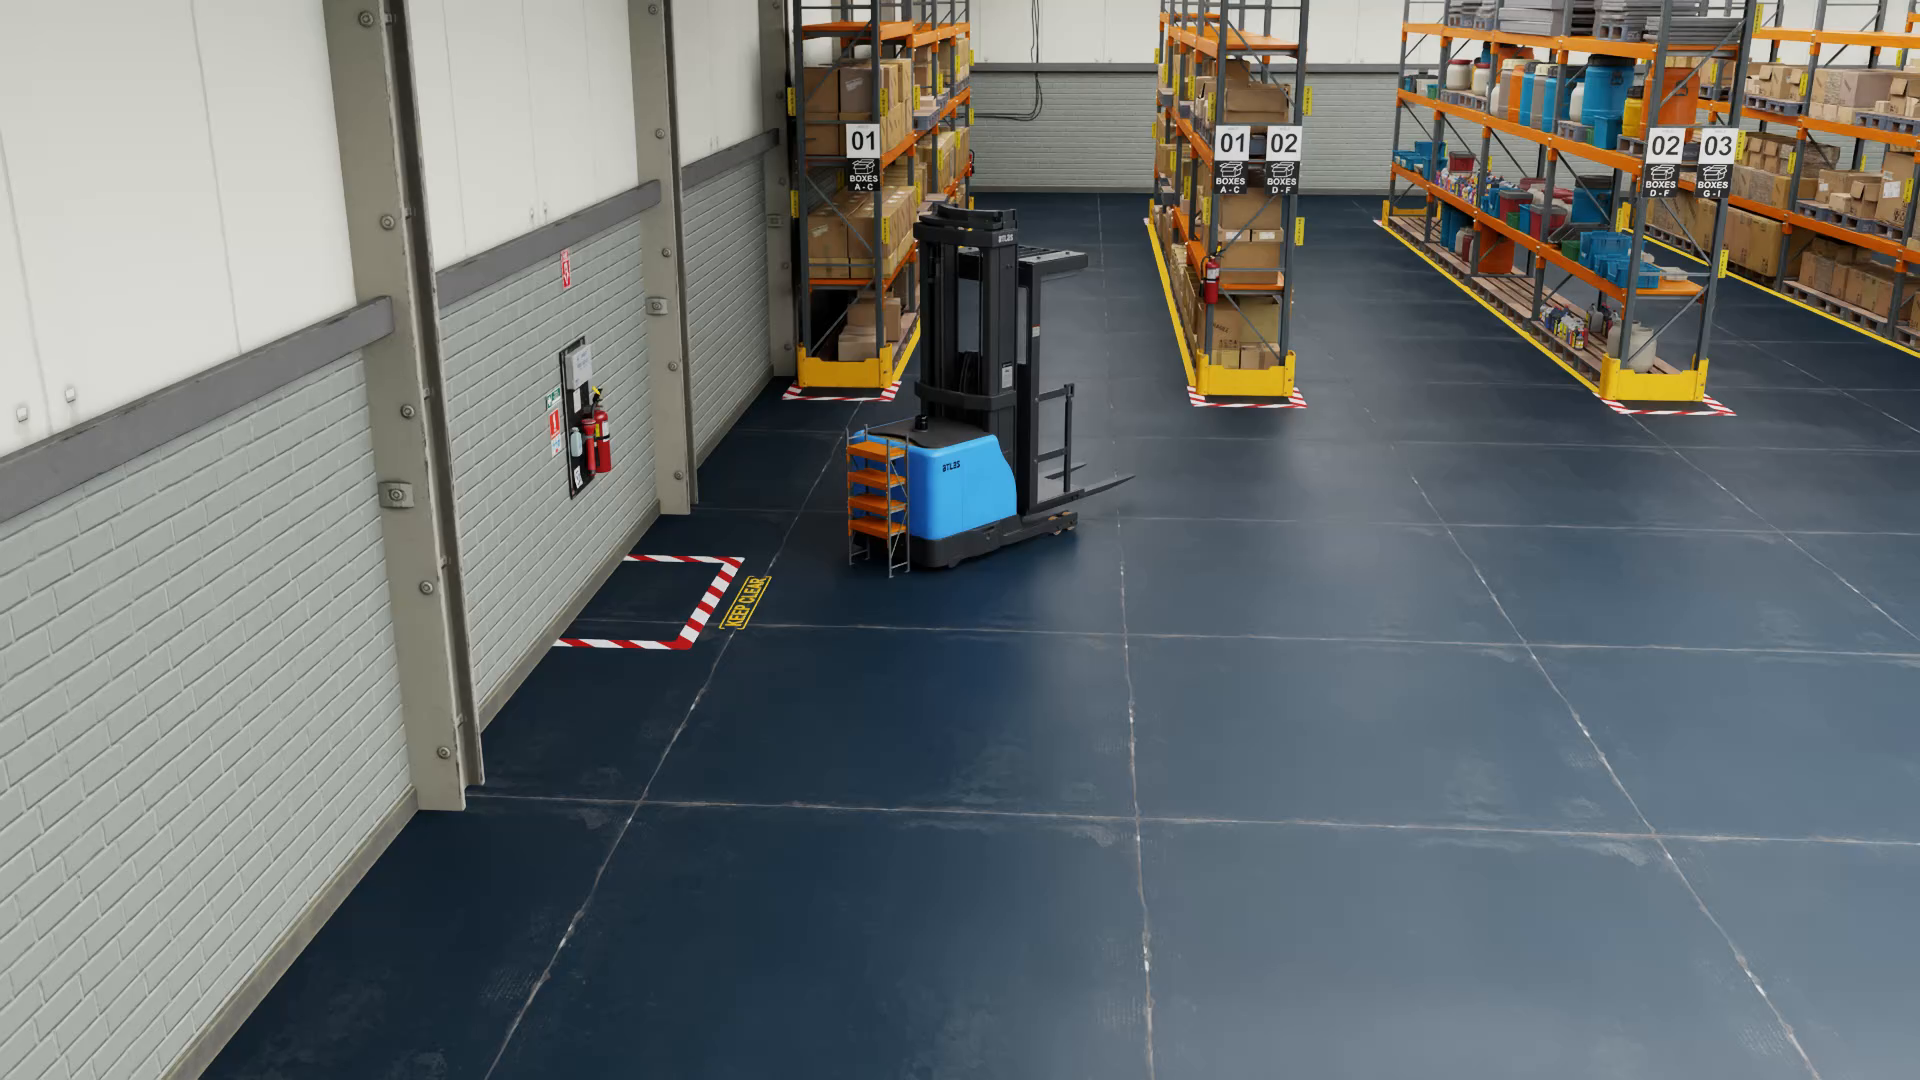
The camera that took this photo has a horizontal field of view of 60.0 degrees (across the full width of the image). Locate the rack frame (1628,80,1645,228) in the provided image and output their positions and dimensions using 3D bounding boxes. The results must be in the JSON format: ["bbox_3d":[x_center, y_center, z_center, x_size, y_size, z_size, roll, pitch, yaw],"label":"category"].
[{"bbox_3d":[14.521,-7.995,34.505,1.000,3.000,0.127,1,18,4],"label":"rack frame"}]

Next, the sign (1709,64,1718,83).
[{"bbox_3d":[13.681,-8.473,30.190,0.100,0.325,0.005,1,18,4],"label":"sign"}]

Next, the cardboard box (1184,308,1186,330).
[{"bbox_3d":[3.404,-3.091,23.279,0.500,0.250,0.500,1,18,4],"label":"cardboard box"}]

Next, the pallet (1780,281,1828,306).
[{"bbox_3d":[13.890,-3.942,26.616,1.003,0.211,1.213,1,18,4],"label":"pallet"}]

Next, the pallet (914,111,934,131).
[{"bbox_3d":[-1.010,-6.125,24.283,1.213,0.211,1.003,1,18,4],"label":"pallet"}]

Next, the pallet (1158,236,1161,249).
[{"bbox_3d":[4.404,-5.863,32.477,1.003,0.211,1.213,1,18,4],"label":"pallet"}]

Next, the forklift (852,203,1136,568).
[{"bbox_3d":[0.430,-1.537,14.905,1.130,2.935,3.031,16,24,40],"label":"forklift"}]

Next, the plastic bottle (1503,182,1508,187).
[{"bbox_3d":[9.479,-6.081,28.870,0.097,0.271,0.097,0,18,0],"label":"plastic bottle"}]

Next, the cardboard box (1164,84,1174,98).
[{"bbox_3d":[4.123,-8.486,31.427,0.500,0.250,0.500,1,18,4],"label":"cardboard box"}]

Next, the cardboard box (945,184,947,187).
[{"bbox_3d":[-0.431,-6.547,30.457,0.380,0.149,0.250,1,18,4],"label":"cardboard box"}]

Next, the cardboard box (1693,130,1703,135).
[{"bbox_3d":[14.041,-7.483,31.502,0.500,0.500,0.500,1,18,4],"label":"cardboard box"}]

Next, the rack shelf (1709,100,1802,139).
[{"bbox_3d":[14.091,-7.215,28.463,1.077,0.370,4.000,1,18,4],"label":"rack shelf"}]

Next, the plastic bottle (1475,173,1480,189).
[{"bbox_3d":[9.398,-6.493,30.000,0.144,0.351,0.185,1,18,4],"label":"plastic bottle"}]

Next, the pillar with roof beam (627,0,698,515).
[{"bbox_3d":[1.603,-4.485,14.160,9.100,9.000,0.400,1,18,4],"label":"pillar with roof beam"}]

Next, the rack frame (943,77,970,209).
[{"bbox_3d":[-0.301,-8.327,35.517,1.000,3.000,0.127,1,18,4],"label":"rack frame"}]

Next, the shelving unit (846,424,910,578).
[{"bbox_3d":[-0.692,-0.332,14.008,0.503,1.200,0.258,16,24,40],"label":"shelving unit"}]

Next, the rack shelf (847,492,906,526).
[{"bbox_3d":[-0.692,-0.268,14.029,0.480,0.148,0.258,16,24,40],"label":"rack shelf"}]

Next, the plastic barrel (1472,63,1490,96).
[{"bbox_3d":[8.984,-7.864,28.397,0.433,0.535,0.433,0,18,0],"label":"plastic barrel"}]

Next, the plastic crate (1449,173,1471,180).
[{"bbox_3d":[9.470,-6.908,31.514,0.396,0.136,0.243,1,18,4],"label":"plastic crate"}]

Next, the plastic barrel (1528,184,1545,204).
[{"bbox_3d":[9.147,-5.350,26.253,0.421,0.512,0.421,0,18,0],"label":"plastic barrel"}]

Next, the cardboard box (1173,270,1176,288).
[{"bbox_3d":[3.670,-4.152,26.517,0.500,0.250,0.500,1,18,2],"label":"cardboard box"}]

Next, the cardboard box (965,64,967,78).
[{"bbox_3d":[-0.125,-9.533,33.787,0.500,0.250,0.500,1,18,2],"label":"cardboard box"}]

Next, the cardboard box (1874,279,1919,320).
[{"bbox_3d":[13.726,-3.479,24.032,0.700,0.500,0.500,0,18,0],"label":"cardboard box"}]

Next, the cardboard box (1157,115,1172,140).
[{"bbox_3d":[4.316,-8.445,34.113,0.500,0.500,0.500,1,18,4],"label":"cardboard box"}]

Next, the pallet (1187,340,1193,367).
[{"bbox_3d":[3.597,-2.539,22.333,1.003,0.211,1.213,1,18,4],"label":"pallet"}]

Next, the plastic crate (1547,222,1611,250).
[{"bbox_3d":[8.556,-4.189,22.990,0.767,0.338,0.504,1,18,4],"label":"plastic crate"}]

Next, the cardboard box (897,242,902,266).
[{"bbox_3d":[-1.031,-3.760,21.788,0.500,0.250,0.500,1,18,3],"label":"cardboard box"}]

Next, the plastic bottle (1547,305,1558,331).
[{"bbox_3d":[8.249,-3.087,23.075,0.144,0.351,0.185,2,18,5],"label":"plastic bottle"}]

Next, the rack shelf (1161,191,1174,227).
[{"bbox_3d":[4.210,-6.012,29.608,1.077,0.370,4.000,1,18,4],"label":"rack shelf"}]

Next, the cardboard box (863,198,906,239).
[{"bbox_3d":[-1.000,-4.268,22.134,0.500,0.500,0.500,2,18,6],"label":"cardboard box"}]

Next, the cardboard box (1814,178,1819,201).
[{"bbox_3d":[14.254,-5.703,27.349,0.500,0.500,0.500,2,18,6],"label":"cardboard box"}]

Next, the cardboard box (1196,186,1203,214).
[{"bbox_3d":[3.963,-5.259,25.993,0.500,0.500,0.500,0,18,1],"label":"cardboard box"}]

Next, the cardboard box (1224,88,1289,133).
[{"bbox_3d":[3.539,-5.167,19.992,0.797,0.503,0.637,3,18,8],"label":"cardboard box"}]

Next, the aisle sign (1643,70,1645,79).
[{"bbox_3d":[14.227,-9.259,34.189,0.394,0.787,0.004,1,18,4],"label":"aisle sign"}]

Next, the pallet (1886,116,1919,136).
[{"bbox_3d":[13.811,-5.793,23.271,1.213,0.211,1.003,1,18,4],"label":"pallet"}]

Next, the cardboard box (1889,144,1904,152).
[{"bbox_3d":[19.153,-7.908,33.603,0.500,0.500,0.500,2,18,7],"label":"cardboard box"}]

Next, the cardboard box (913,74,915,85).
[{"bbox_3d":[-0.954,-6.823,25.277,0.500,0.500,0.500,1,18,2],"label":"cardboard box"}]

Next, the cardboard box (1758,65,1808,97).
[{"bbox_3d":[14.073,-7.819,28.311,0.797,0.503,0.637,1,18,3],"label":"cardboard box"}]

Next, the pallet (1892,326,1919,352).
[{"bbox_3d":[13.648,-2.733,22.926,1.003,0.211,1.213,1,18,4],"label":"pallet"}]

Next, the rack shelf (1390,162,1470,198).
[{"bbox_3d":[9.437,-7.142,33.059,1.077,0.370,4.000,1,18,4],"label":"rack shelf"}]

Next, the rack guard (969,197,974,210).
[{"bbox_3d":[-0.299,-7.146,35.929,1.175,0.500,0.348,1,18,4],"label":"rack guard"}]

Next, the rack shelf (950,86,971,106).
[{"bbox_3d":[-0.444,-8.789,33.266,1.077,0.370,4.000,1,18,4],"label":"rack shelf"}]

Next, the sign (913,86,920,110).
[{"bbox_3d":[-0.619,-6.261,23.566,0.100,0.325,0.005,1,18,4],"label":"sign"}]

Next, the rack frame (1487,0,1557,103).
[{"bbox_3d":[9.007,-8.472,26.325,1.000,3.000,0.127,1,18,4],"label":"rack frame"}]

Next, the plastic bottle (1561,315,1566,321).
[{"bbox_3d":[8.262,-2.944,22.767,0.097,0.271,0.097,0,18,0],"label":"plastic bottle"}]

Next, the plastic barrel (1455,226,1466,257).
[{"bbox_3d":[9.058,-5.319,29.658,0.421,0.512,0.421,0,18,0],"label":"plastic barrel"}]

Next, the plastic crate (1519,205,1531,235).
[{"bbox_3d":[8.489,-4.720,24.537,0.392,0.384,0.575,1,18,4],"label":"plastic crate"}]

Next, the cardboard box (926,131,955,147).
[{"bbox_3d":[-0.366,-7.488,31.084,0.500,0.250,0.500,2,18,5],"label":"cardboard box"}]

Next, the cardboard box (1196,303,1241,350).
[{"bbox_3d":[3.235,-2.670,20.792,0.500,0.500,0.500,1,18,4],"label":"cardboard box"}]

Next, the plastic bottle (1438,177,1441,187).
[{"bbox_3d":[8.843,-6.587,30.526,0.097,0.201,0.097,0,18,0],"label":"plastic bottle"}]

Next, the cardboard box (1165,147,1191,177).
[{"bbox_3d":[4.111,-6.865,30.221,0.700,0.500,0.500,4,19,13],"label":"cardboard box"}]

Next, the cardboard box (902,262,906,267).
[{"bbox_3d":[-1.097,-4.343,25.463,0.500,0.250,0.500,1,18,3],"label":"cardboard box"}]

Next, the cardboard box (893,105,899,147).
[{"bbox_3d":[-1.067,-5.265,21.165,0.500,0.500,0.500,2,18,6],"label":"cardboard box"}]

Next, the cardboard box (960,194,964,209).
[{"bbox_3d":[-0.287,-6.963,34.696,0.700,0.500,0.500,1,18,4],"label":"cardboard box"}]

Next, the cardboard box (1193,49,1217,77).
[{"bbox_3d":[4.105,-7.816,27.375,0.500,0.500,0.500,1,18,4],"label":"cardboard box"}]

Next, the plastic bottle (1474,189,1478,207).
[{"bbox_3d":[8.611,-5.700,27.690,0.061,0.283,0.133,1,18,4],"label":"plastic bottle"}]
